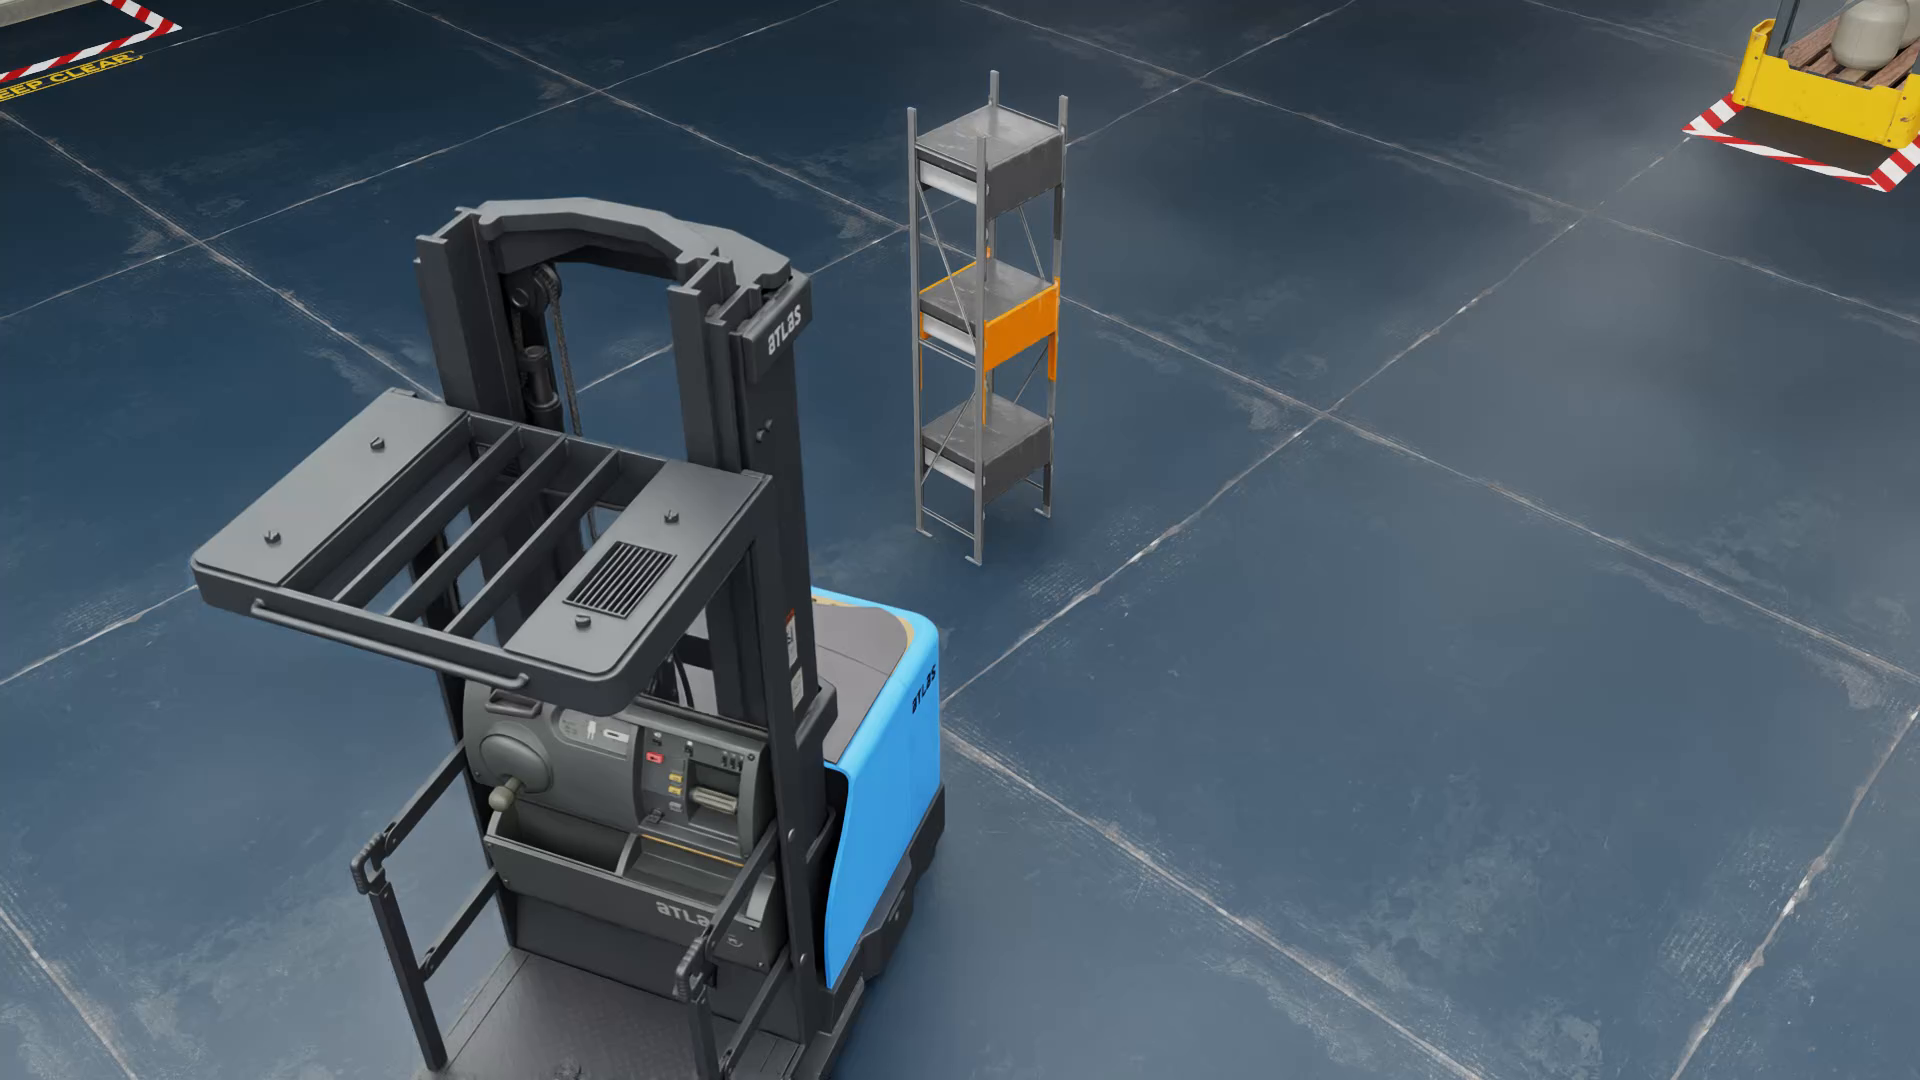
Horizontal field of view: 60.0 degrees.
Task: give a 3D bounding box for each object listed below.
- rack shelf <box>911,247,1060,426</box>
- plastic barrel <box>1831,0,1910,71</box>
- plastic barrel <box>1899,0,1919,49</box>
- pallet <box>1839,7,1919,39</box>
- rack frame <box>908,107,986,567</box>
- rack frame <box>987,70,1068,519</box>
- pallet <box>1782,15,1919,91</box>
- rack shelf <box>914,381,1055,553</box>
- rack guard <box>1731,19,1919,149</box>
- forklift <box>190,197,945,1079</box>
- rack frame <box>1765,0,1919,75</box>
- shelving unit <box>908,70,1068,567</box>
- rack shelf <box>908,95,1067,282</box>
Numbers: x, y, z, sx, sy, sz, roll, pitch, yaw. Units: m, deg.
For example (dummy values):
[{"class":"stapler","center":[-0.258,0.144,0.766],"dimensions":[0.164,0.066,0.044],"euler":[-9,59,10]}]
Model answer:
[{"class":"rack shelf","center":[0.112,-0.887,7.201],"dimensions":[0.431,0.518,0.480],"euler":[30,47,32]},{"class":"plastic barrel","center":[6.277,-3.539,11.452],"dimensions":[0.421,0.512,0.421],"euler":[0,38,0]},{"class":"plastic barrel","center":[6.615,-3.770,11.742],"dimensions":[0.421,0.512,0.421],"euler":[0,38,0]},{"class":"pallet","center":[7.281,-3.906,12.493],"dimensions":[1.003,0.211,1.213],"euler":[30,47,32]},{"class":"rack frame","center":[-0.053,-0.786,7.051],"dimensions":[0.400,2.100,0.015],"euler":[30,47,32]},{"class":"rack frame","center":[0.276,-1.010,7.333],"dimensions":[0.400,2.100,0.015],"euler":[30,47,32]},{"class":"pallet","center":[6.458,-3.349,11.791],"dimensions":[1.003,0.211,1.213],"euler":[30,47,32]},{"class":"rack shelf","center":[0.112,-0.339,7.636],"dimensions":[0.431,0.518,0.480],"euler":[30,47,32]},{"class":"rack guard","center":[5.906,-3.091,11.235],"dimensions":[1.175,0.500,0.348],"euler":[30,47,32]},{"class":"forklift","center":[-1.058,0.709,4.504],"dimensions":[1.130,2.935,3.031],"euler":[13,40,16]},{"class":"rack frame","center":[5.889,-4.014,10.388],"dimensions":[1.000,3.000,0.127],"euler":[30,47,32]},{"class":"shelving unit","center":[0.112,-0.898,7.192],"dimensions":[0.431,2.100,0.503],"euler":[30,47,32]},{"class":"rack shelf","center":[0.112,-1.435,6.765],"dimensions":[0.431,0.518,0.480],"euler":[30,47,32]}]
